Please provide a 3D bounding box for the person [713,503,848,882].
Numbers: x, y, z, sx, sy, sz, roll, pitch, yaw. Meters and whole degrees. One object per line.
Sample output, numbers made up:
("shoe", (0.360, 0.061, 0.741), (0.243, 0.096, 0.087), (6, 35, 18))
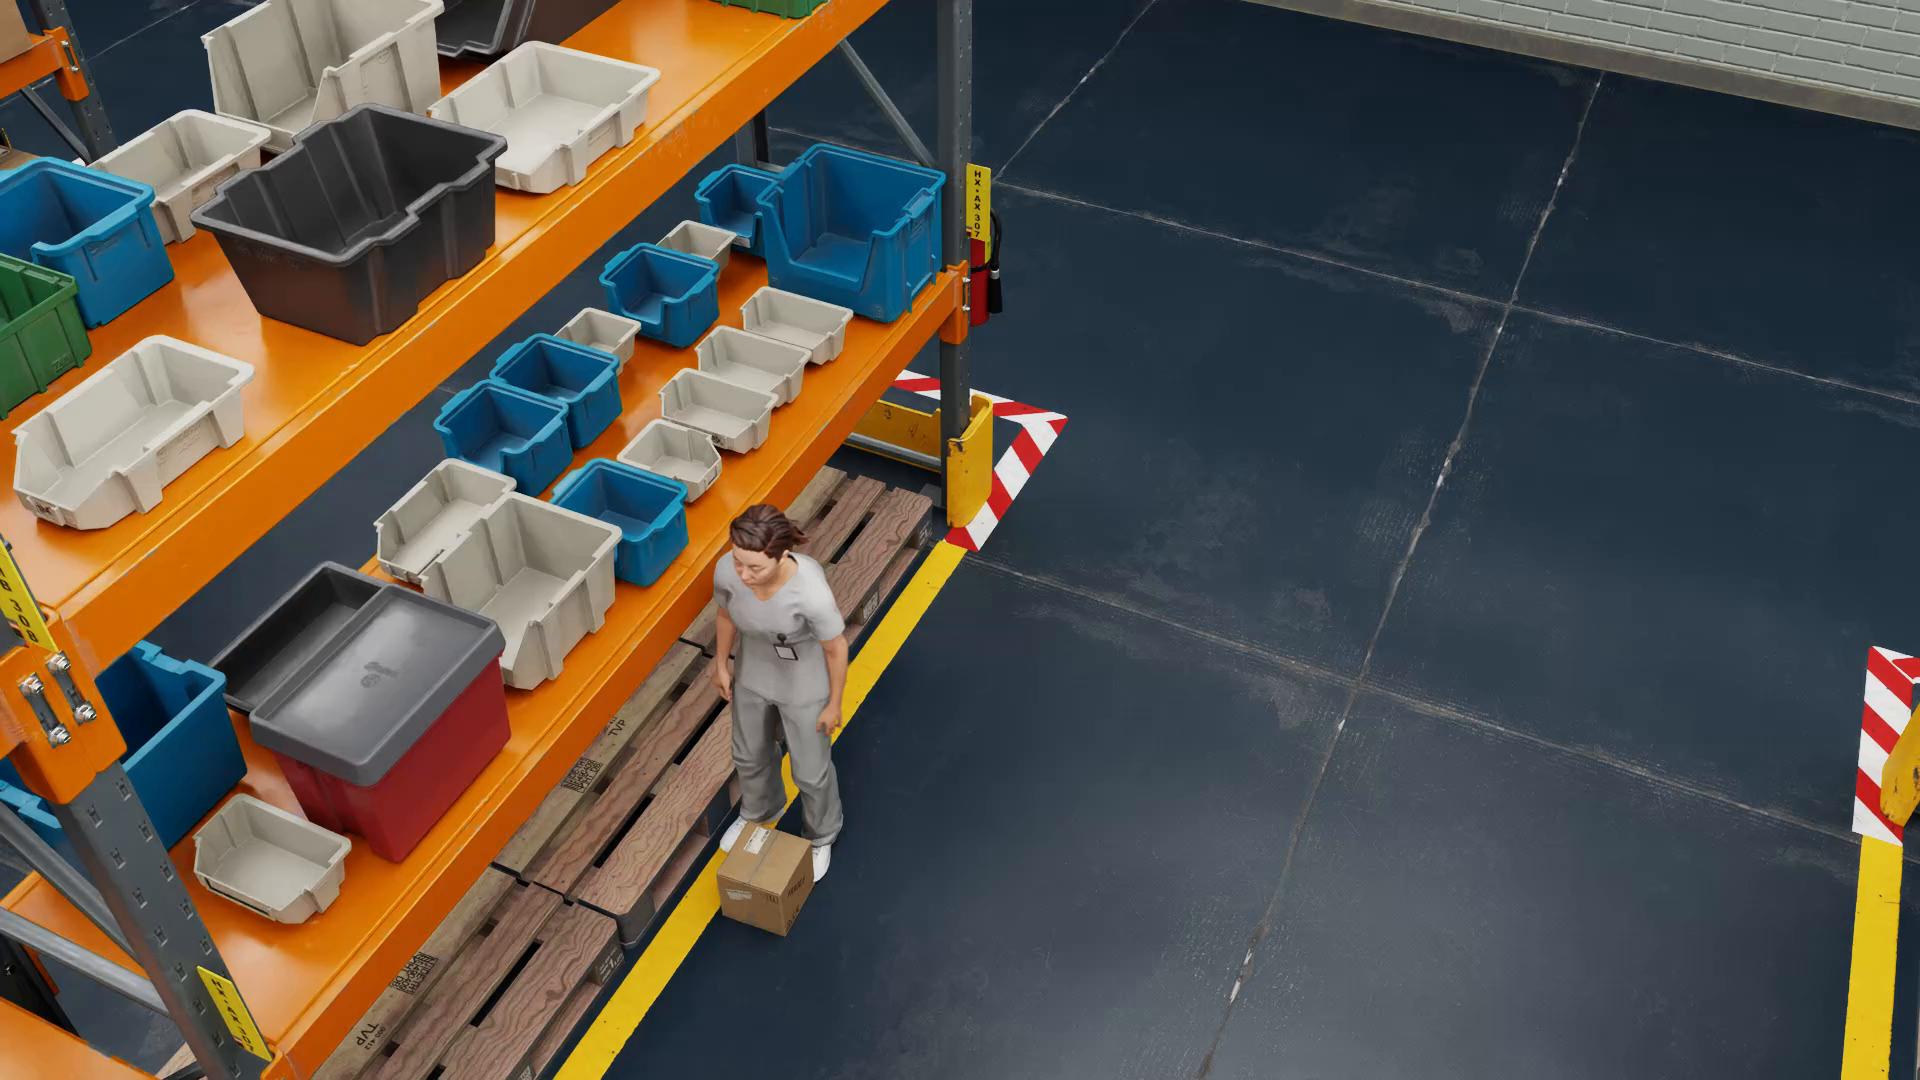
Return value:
("person", (-0.605, 0.496, 5.617), (0.494, 1.667, 0.352), (17, 45, 18))
